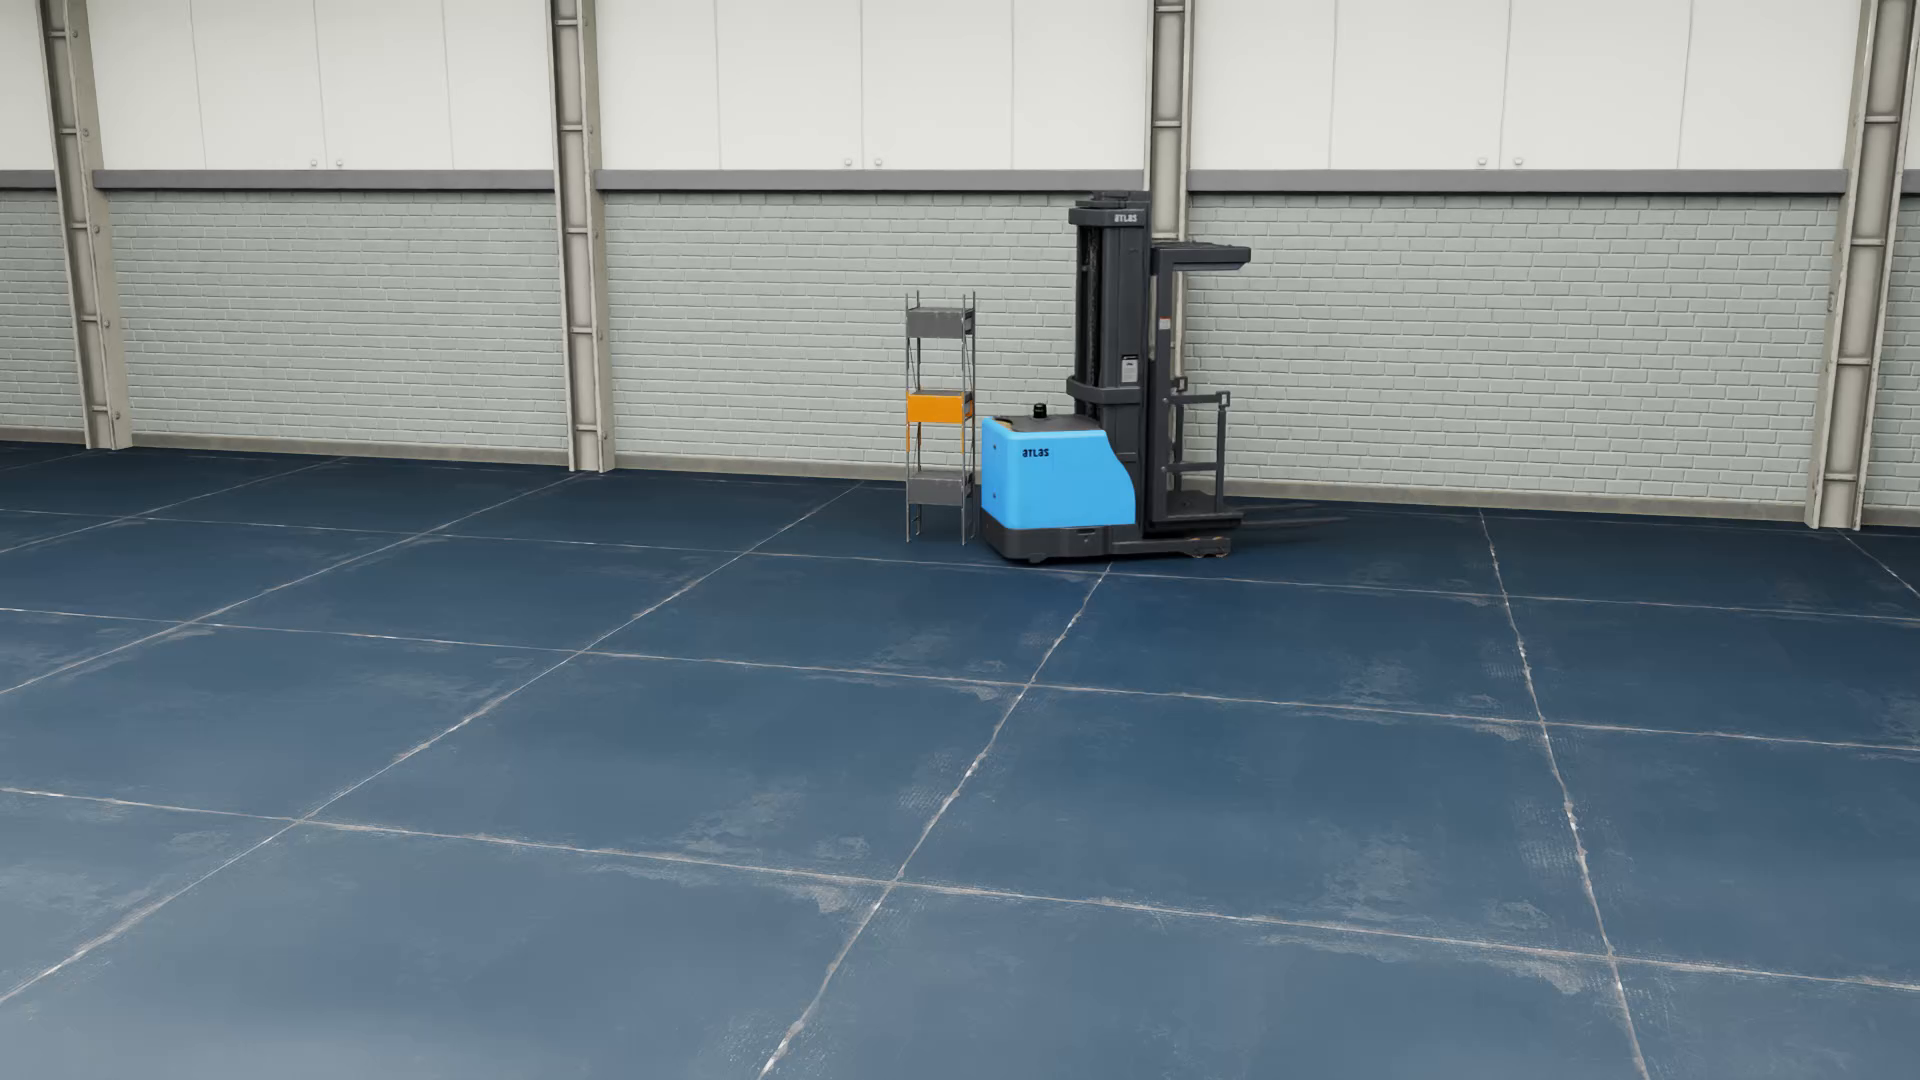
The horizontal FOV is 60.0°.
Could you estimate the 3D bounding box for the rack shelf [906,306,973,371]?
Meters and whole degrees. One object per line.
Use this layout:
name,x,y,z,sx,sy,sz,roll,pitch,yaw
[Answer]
rack shelf,-0.161,-1.704,13.896,0.480,0.518,0.431,3,13,14

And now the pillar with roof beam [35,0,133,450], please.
pillar with roof beam,-10.747,-4.549,13.963,0.400,9.000,9.100,3,13,14

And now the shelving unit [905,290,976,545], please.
shelving unit,-0.161,-1.034,14.045,0.503,2.100,0.431,3,13,14

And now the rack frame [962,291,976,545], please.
rack frame,0.076,-1.021,13.988,0.015,2.100,0.400,3,13,14

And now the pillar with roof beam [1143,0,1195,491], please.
pillar with roof beam,0.904,-3.927,11.156,0.400,9.000,9.100,3,13,14

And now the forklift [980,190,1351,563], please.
forklift,1.742,-1.388,13.723,3.031,2.935,1.130,-3,13,-12

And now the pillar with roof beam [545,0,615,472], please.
pillar with roof beam,-4.922,-4.238,12.559,0.400,9.000,9.100,3,13,14

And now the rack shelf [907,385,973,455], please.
rack shelf,-0.161,-1.020,14.048,0.480,0.518,0.431,3,13,14

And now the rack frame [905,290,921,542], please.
rack frame,-0.398,-1.046,14.102,0.015,2.100,0.400,3,13,14

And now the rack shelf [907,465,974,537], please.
rack shelf,-0.161,-0.337,14.200,0.480,0.518,0.431,3,13,14

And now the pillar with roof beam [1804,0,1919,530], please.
pillar with roof beam,6.729,-3.615,9.753,0.400,9.000,9.100,3,13,14
